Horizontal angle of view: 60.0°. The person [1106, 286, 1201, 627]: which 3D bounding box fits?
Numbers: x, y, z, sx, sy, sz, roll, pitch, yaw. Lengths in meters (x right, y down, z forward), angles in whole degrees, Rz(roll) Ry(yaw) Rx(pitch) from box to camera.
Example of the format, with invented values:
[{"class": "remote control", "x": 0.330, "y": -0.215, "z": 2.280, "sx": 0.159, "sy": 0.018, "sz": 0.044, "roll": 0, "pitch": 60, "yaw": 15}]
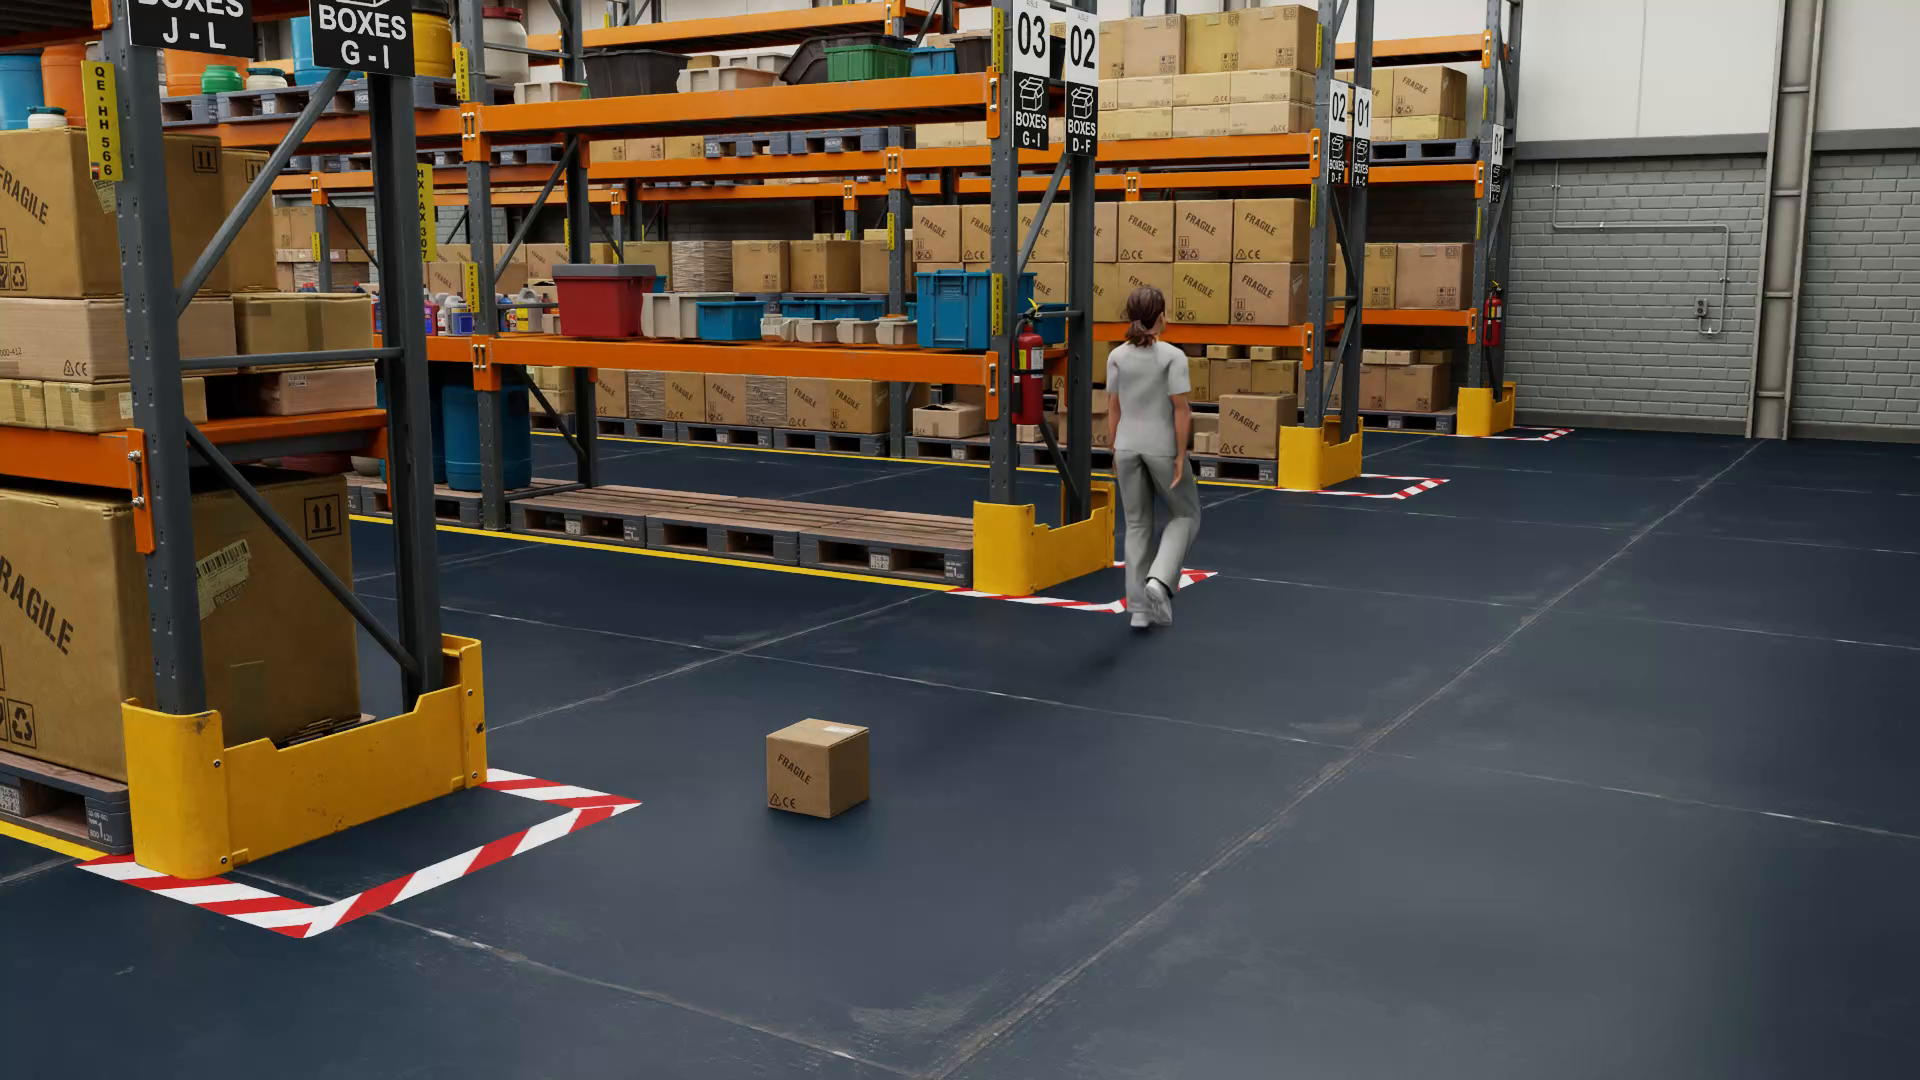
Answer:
[{"class": "person", "x": 0.940, "y": -0.401, "z": 8.158, "sx": 0.444, "sy": 1.658, "sz": 0.456, "roll": 4, "pitch": 10, "yaw": 25}]
